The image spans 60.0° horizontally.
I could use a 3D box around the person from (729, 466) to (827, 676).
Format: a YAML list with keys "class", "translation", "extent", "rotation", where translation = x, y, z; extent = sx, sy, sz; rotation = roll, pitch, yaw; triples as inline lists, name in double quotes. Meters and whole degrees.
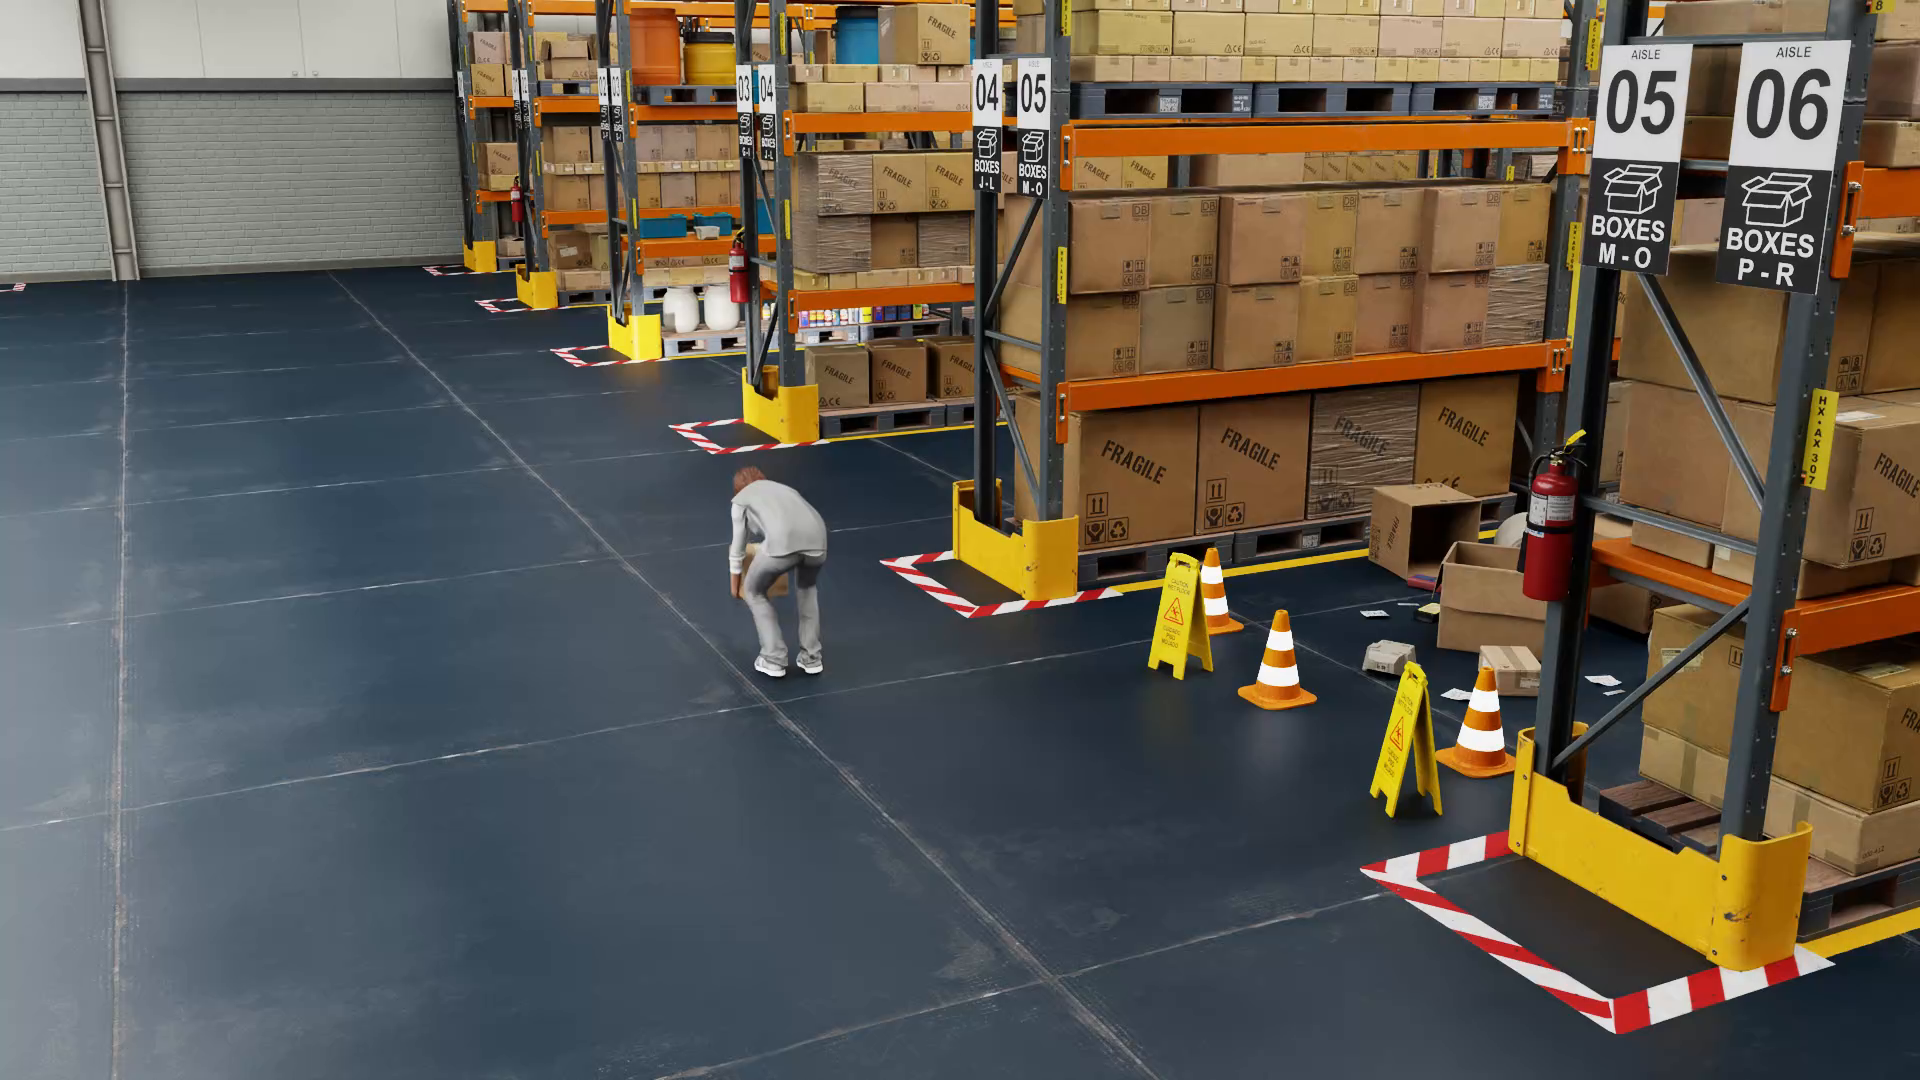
- class: "person"
  translation: [-0.992, 0.182, 8.971]
  extent: [0.408, 1.020, 0.855]
  rotation: [-8, 18, -28]
